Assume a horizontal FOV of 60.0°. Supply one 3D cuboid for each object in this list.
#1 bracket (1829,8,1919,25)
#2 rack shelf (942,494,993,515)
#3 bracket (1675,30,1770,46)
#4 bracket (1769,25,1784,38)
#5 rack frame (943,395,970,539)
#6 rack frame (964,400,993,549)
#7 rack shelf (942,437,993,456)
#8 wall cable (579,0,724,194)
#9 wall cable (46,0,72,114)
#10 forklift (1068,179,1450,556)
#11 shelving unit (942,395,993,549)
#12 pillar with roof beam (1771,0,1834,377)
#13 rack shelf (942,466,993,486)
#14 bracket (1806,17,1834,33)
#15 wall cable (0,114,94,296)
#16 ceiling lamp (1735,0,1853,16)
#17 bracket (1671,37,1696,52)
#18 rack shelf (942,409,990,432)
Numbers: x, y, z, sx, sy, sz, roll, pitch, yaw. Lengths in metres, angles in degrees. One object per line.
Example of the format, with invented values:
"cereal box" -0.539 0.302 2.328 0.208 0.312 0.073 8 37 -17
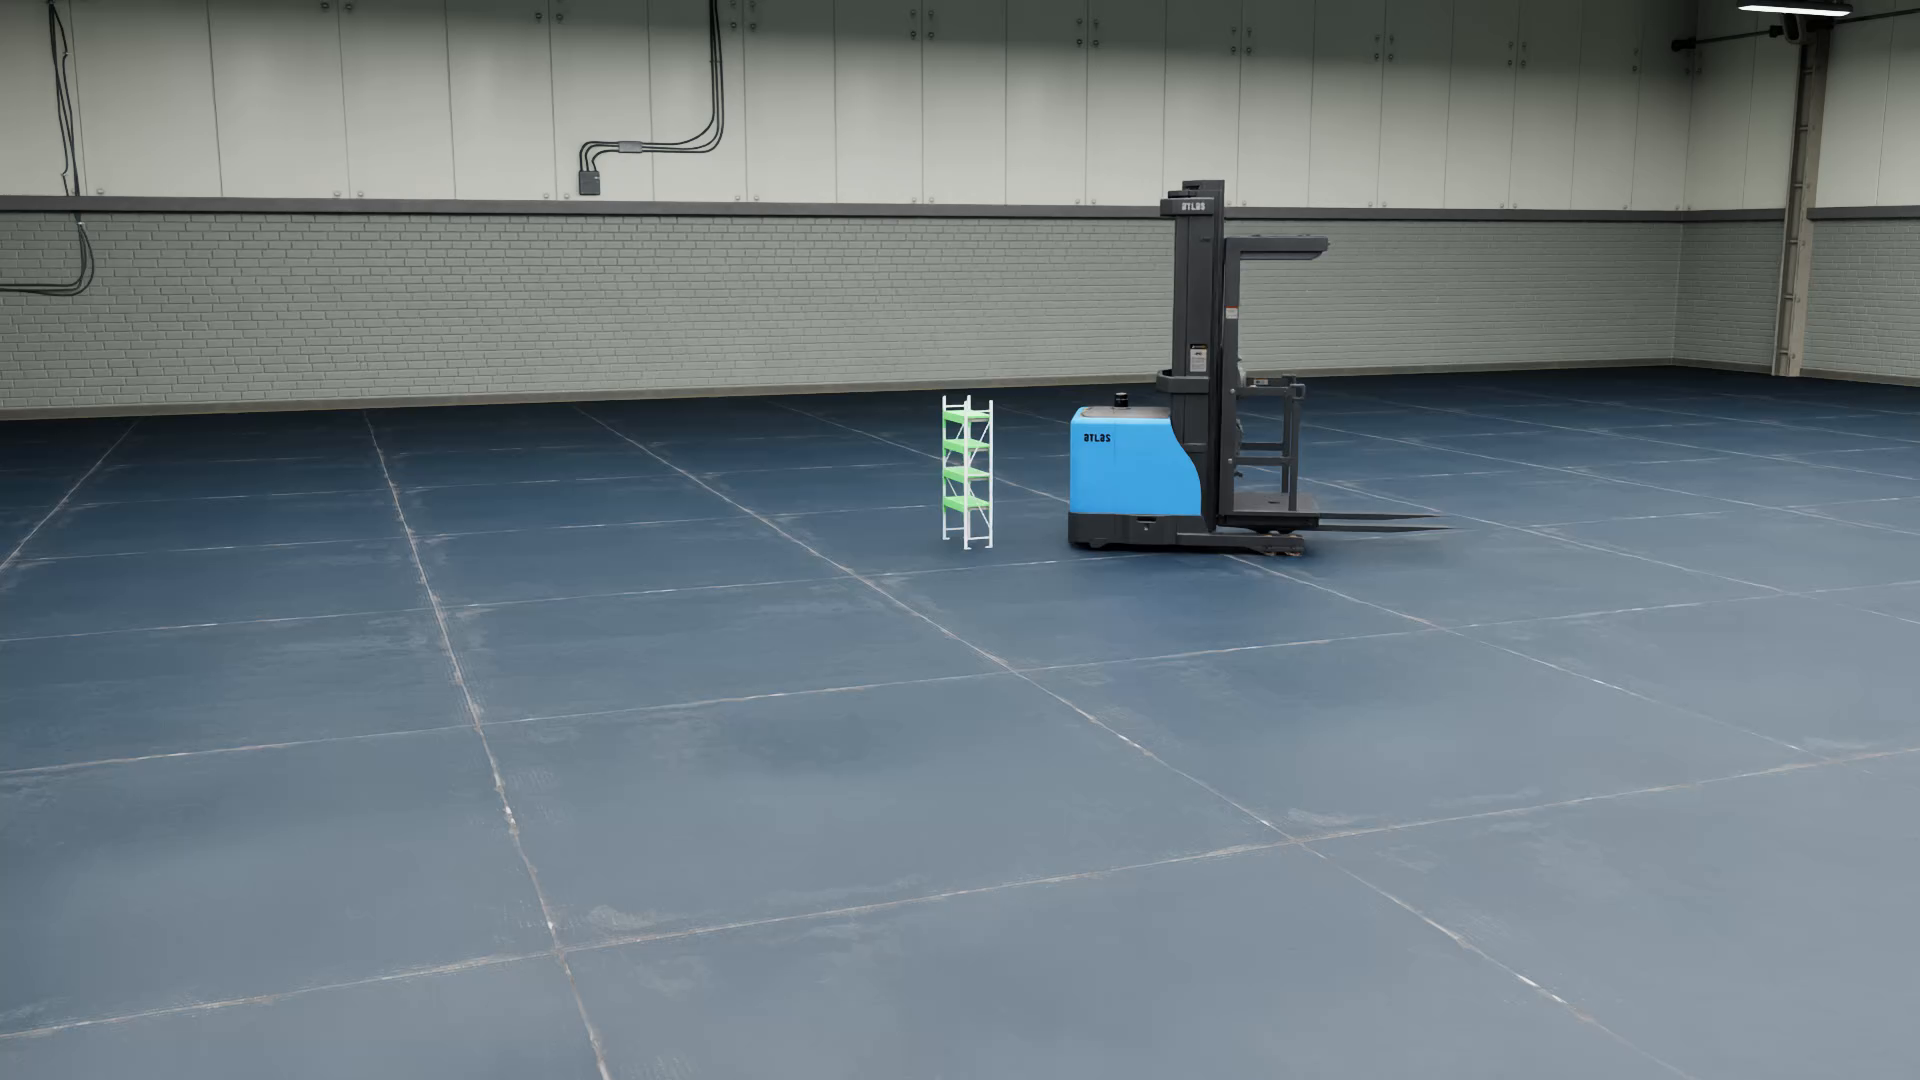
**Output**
"bracket" 16.306 -8.787 27.343 0.076 0.066 4.783 -4 11 -21
"rack shelf" 0.060 -0.265 13.716 0.258 0.148 0.480 -4 11 -21
"bracket" 14.427 -9.633 32.102 0.076 0.066 3.189 -4 11 -21
"bracket" 15.072 -9.343 30.469 0.235 0.232 0.430 -4 11 -21
"rack frame" -0.028 -0.604 13.887 0.240 1.200 0.015 -4 11 -21
"rack frame" 0.148 -0.524 13.439 0.240 1.200 0.015 -4 11 -21
"rack shelf" 0.060 -0.737 13.632 0.258 0.148 0.480 -4 11 -21
"wall cable" -4.787 -8.365 25.541 2.305 6.003 0.169 -4 11 -21
"wall cable" -11.120 -7.220 23.261 3.097 2.526 0.112 -4 11 -21
"forklift" 2.433 -1.412 13.490 3.031 2.935 1.130 1 10 7
"shelving unit" 0.060 -0.564 13.663 0.258 1.200 0.503 -4 11 -21
"pillar with roof beam" 11.540 -7.252 28.994 9.100 9.000 0.548 -4 11 -21
"rack shelf" 0.060 -0.501 13.674 0.258 0.148 0.480 -4 11 -21
"bracket" 15.372 -9.207 29.707 0.235 0.232 0.430 -4 11 -21
"wall cable" -13.641 -4.562 22.739 3.097 2.526 0.112 -4 11 -21
"ceiling lamp" 12.330 -9.453 24.703 2.000 3.185 0.800 -4 11 -21
"bracket" 14.213 -9.729 32.644 0.235 0.232 0.430 -4 11 -21
"rack shelf" 0.060 -0.973 13.590 0.258 0.148 0.480 -4 11 -21
